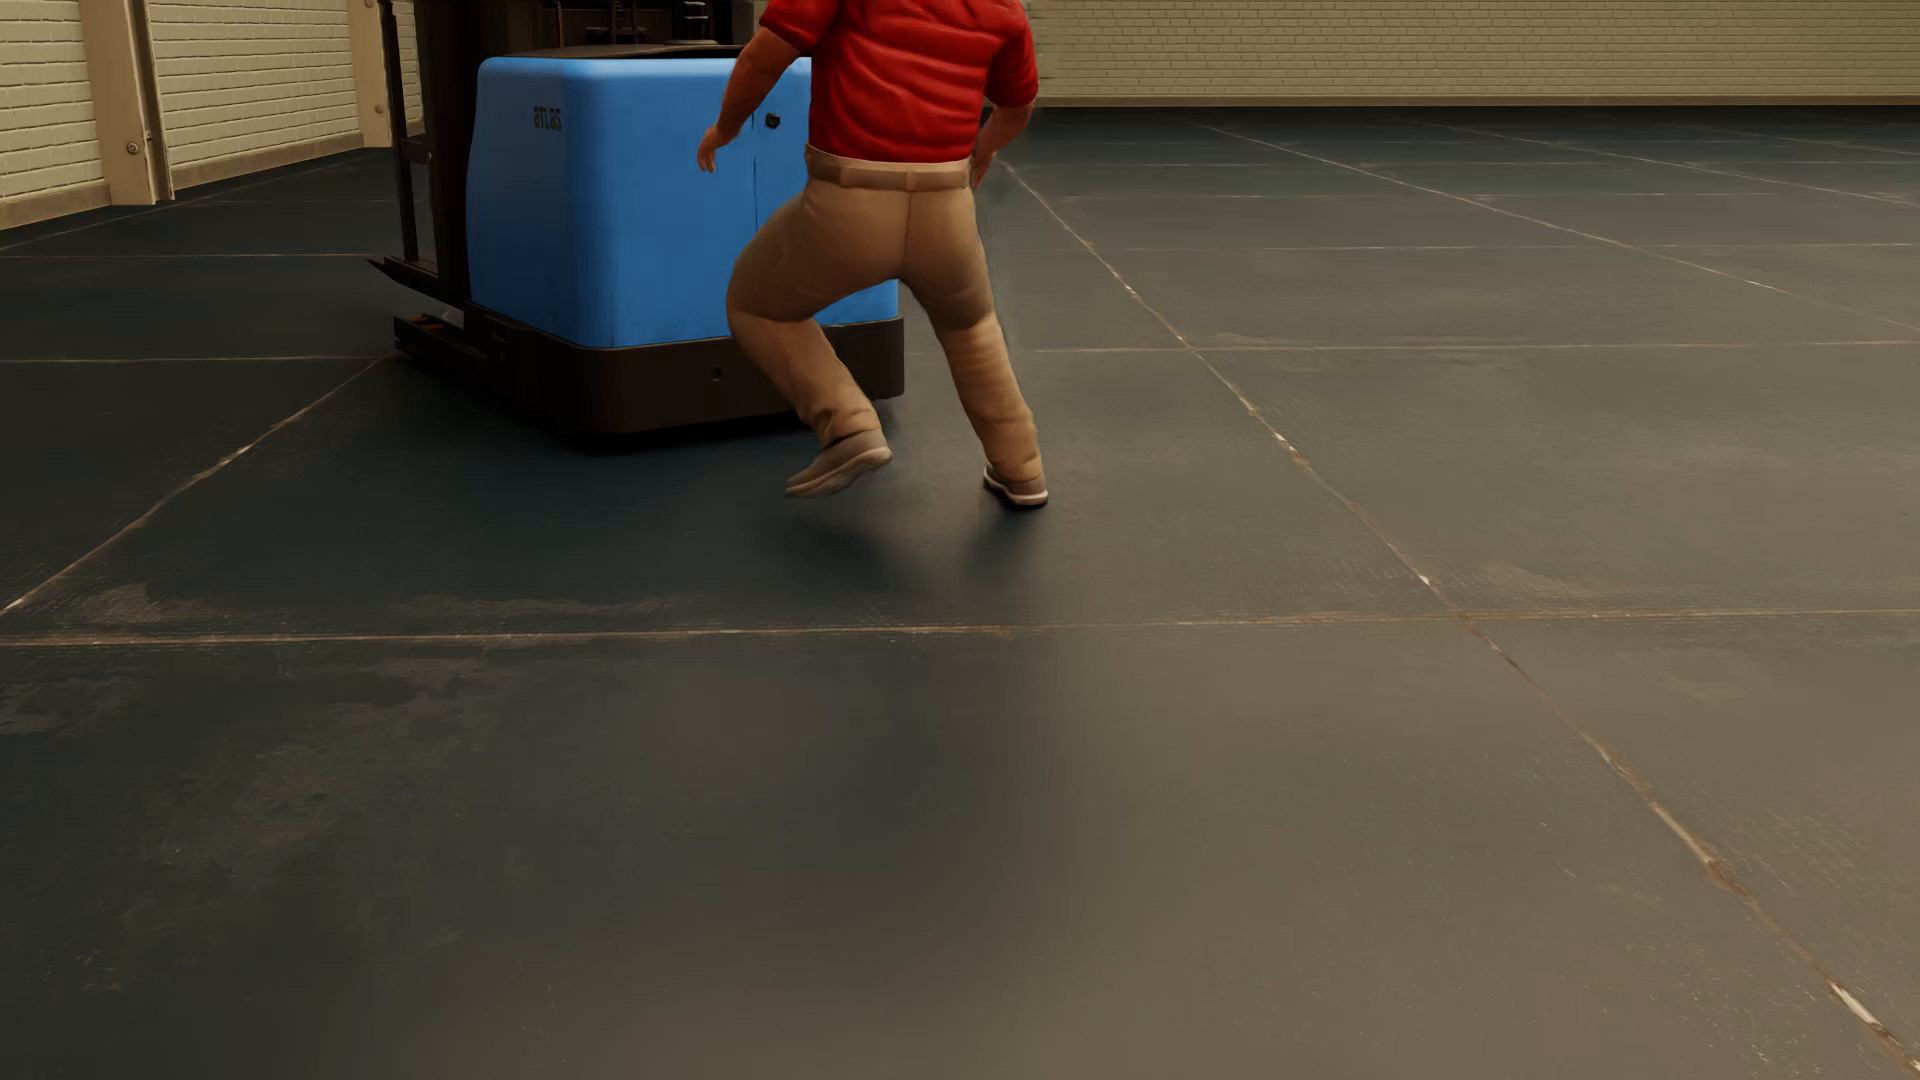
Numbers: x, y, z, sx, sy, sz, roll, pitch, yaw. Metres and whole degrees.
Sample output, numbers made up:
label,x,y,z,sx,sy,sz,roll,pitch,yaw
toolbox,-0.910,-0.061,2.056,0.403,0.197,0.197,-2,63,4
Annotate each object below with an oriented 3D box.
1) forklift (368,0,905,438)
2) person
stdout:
label,x,y,z,sx,sy,sz,roll,pitch,yaw
forklift,-1.400,-2.069,5.672,1.130,2.935,3.031,-11,20,-32
person,-0.170,-0.828,3.931,0.863,1.565,0.686,-7,18,-21
